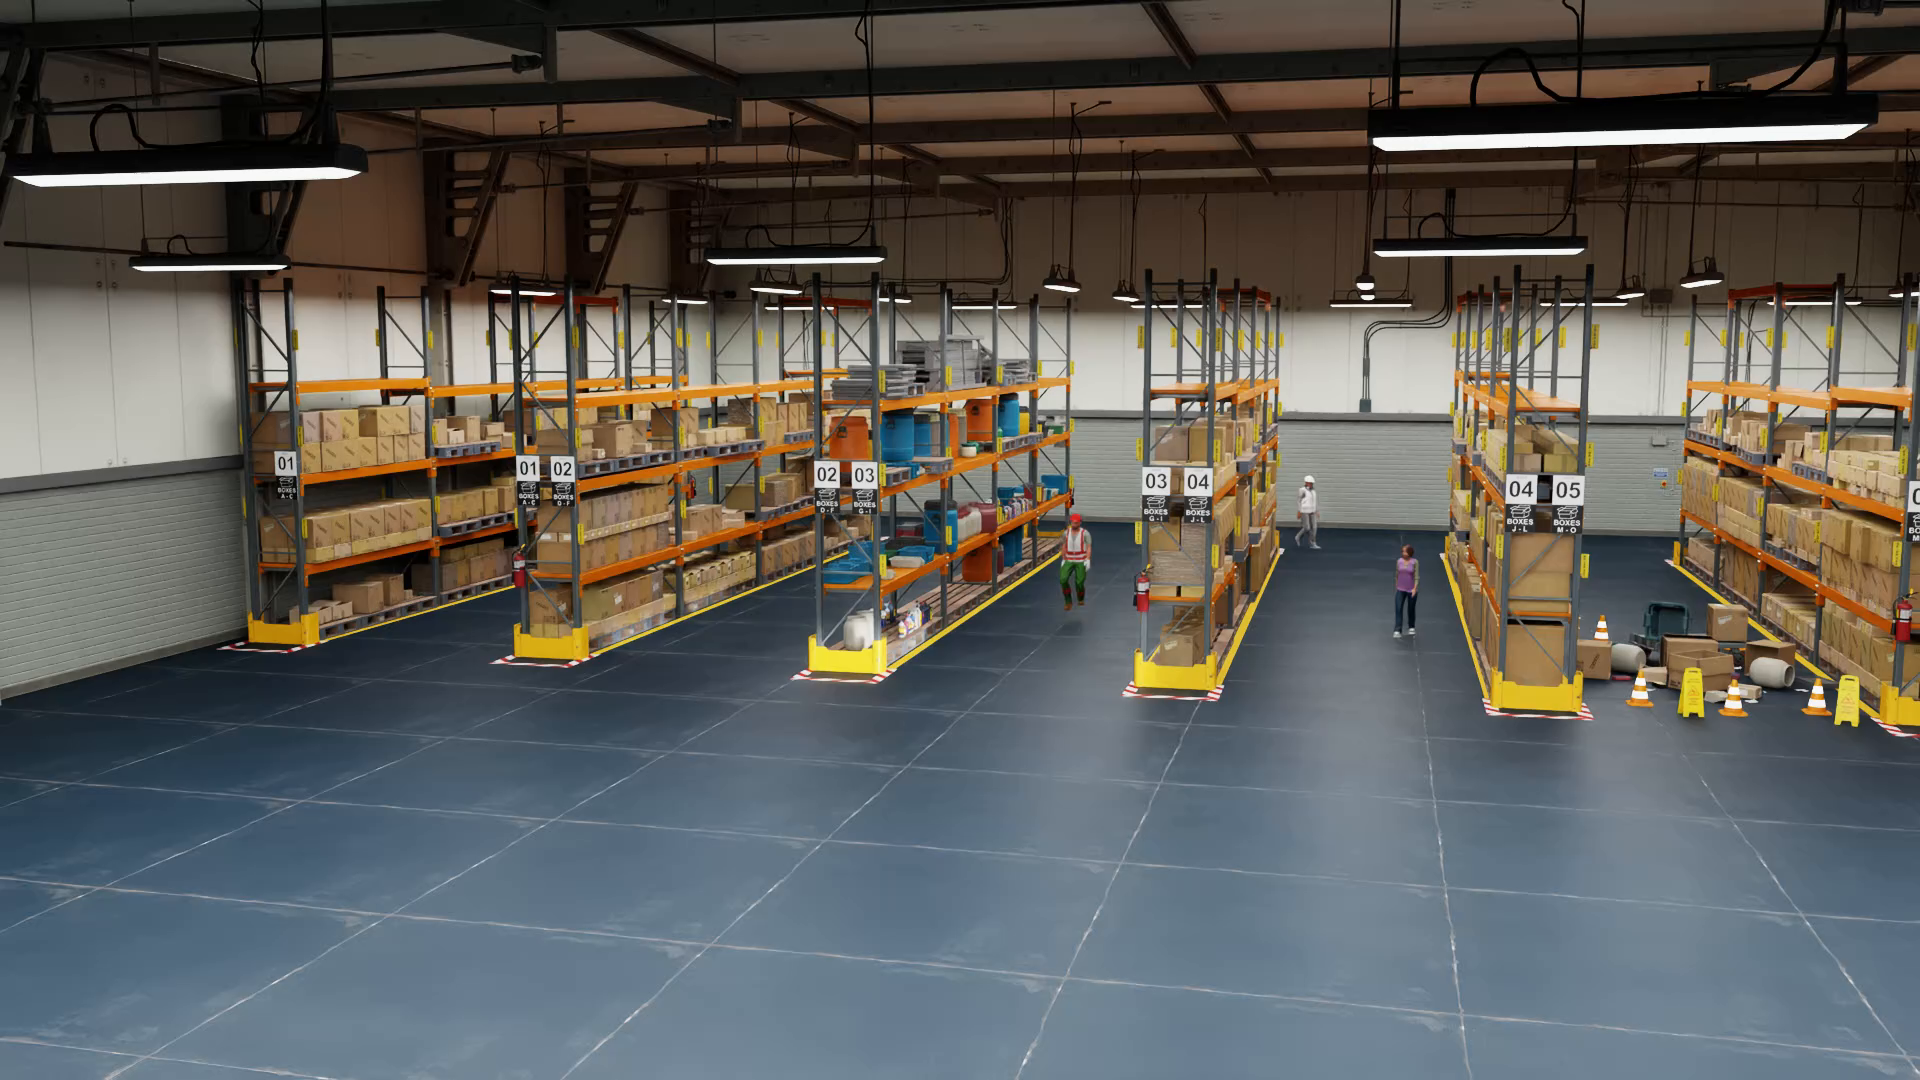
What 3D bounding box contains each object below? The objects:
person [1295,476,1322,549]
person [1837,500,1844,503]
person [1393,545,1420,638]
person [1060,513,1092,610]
[{"bbox_3d":[8.350,-0.665,39.910,0.613,1.768,0.600,-5,9,-37],"label":"person"},{"bbox_3d":[18.114,0.040,34.111,0.587,1.763,0.481,-3,7,-22],"label":"person"},{"bbox_3d":[7.514,0.881,28.007,0.432,1.509,0.903,3,8,26],"label":"person"},{"bbox_3d":[2.059,0.375,29.563,0.583,1.708,0.574,2,7,18],"label":"person"}]
